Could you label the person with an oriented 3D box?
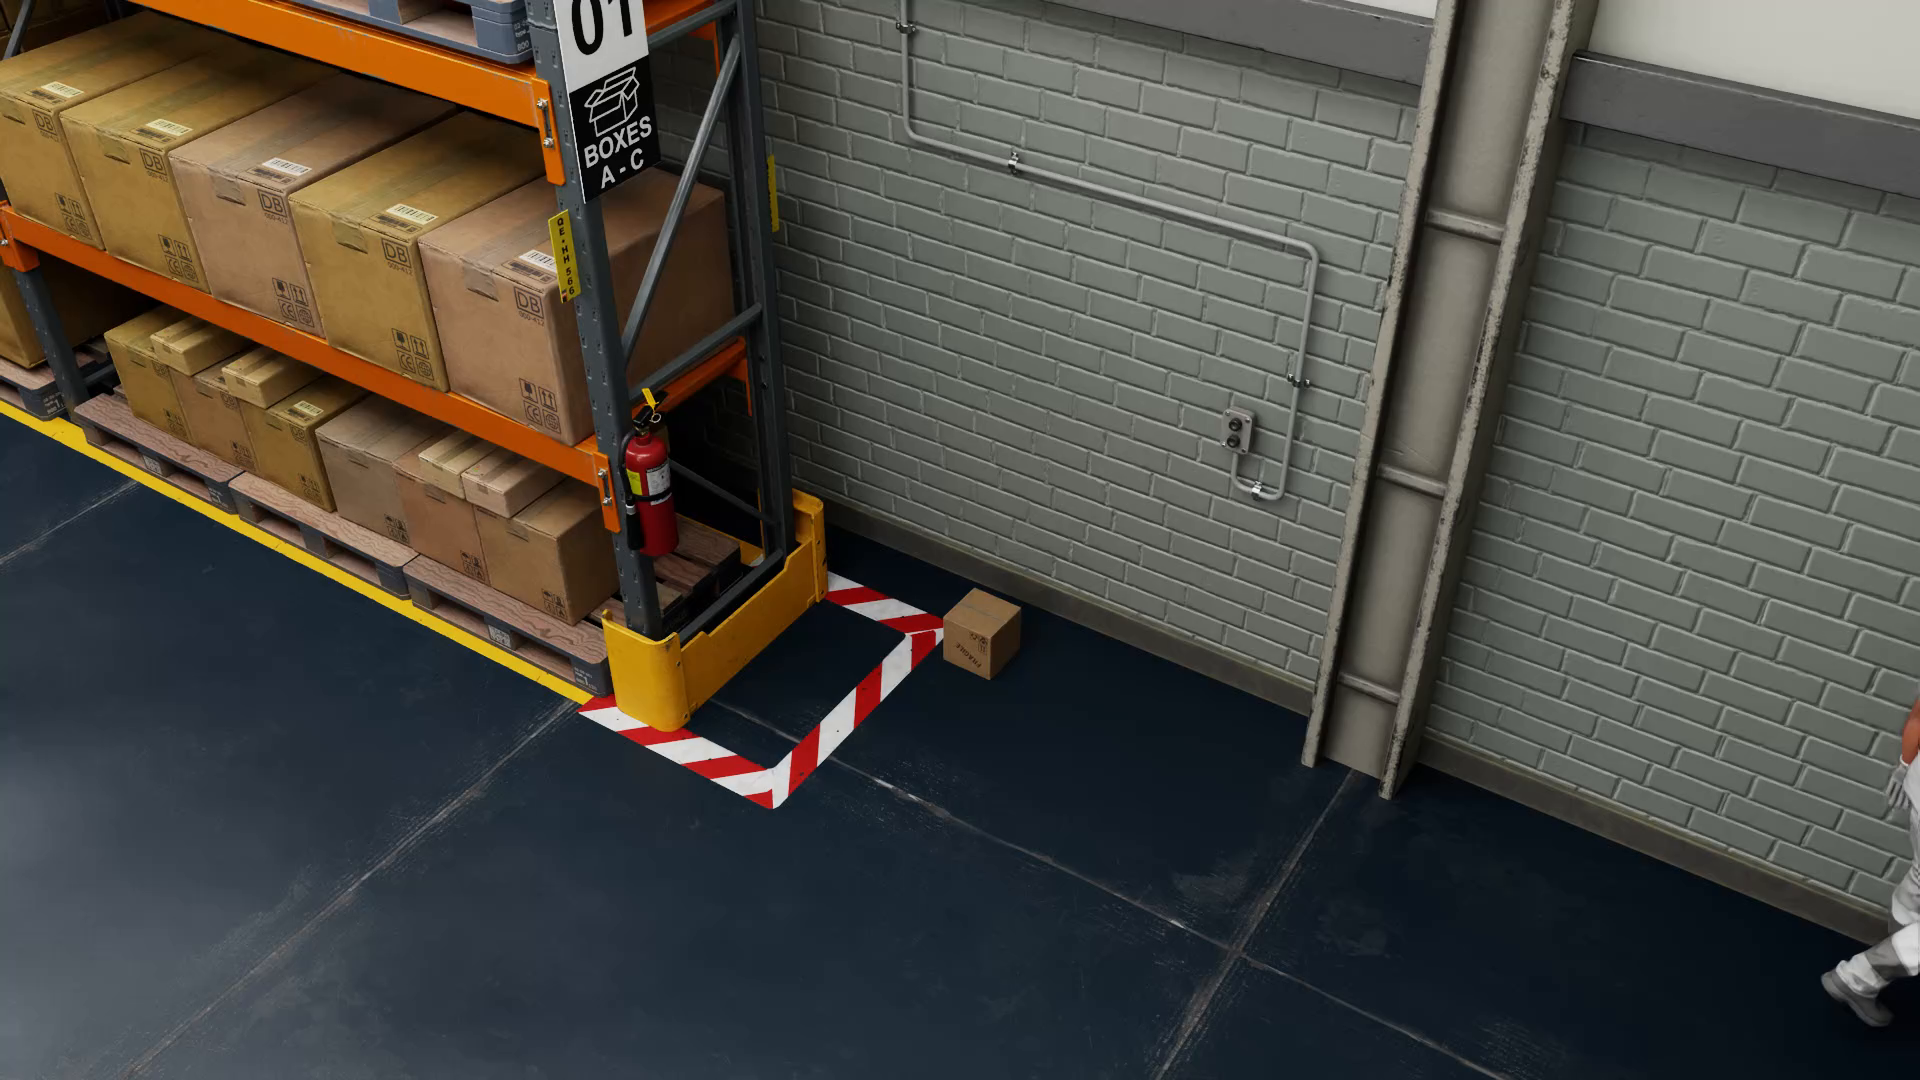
[{"bbox_3d":[3.341,0.912,5.471,0.713,1.777,0.591,-2,38,-2],"label":"person"}]
